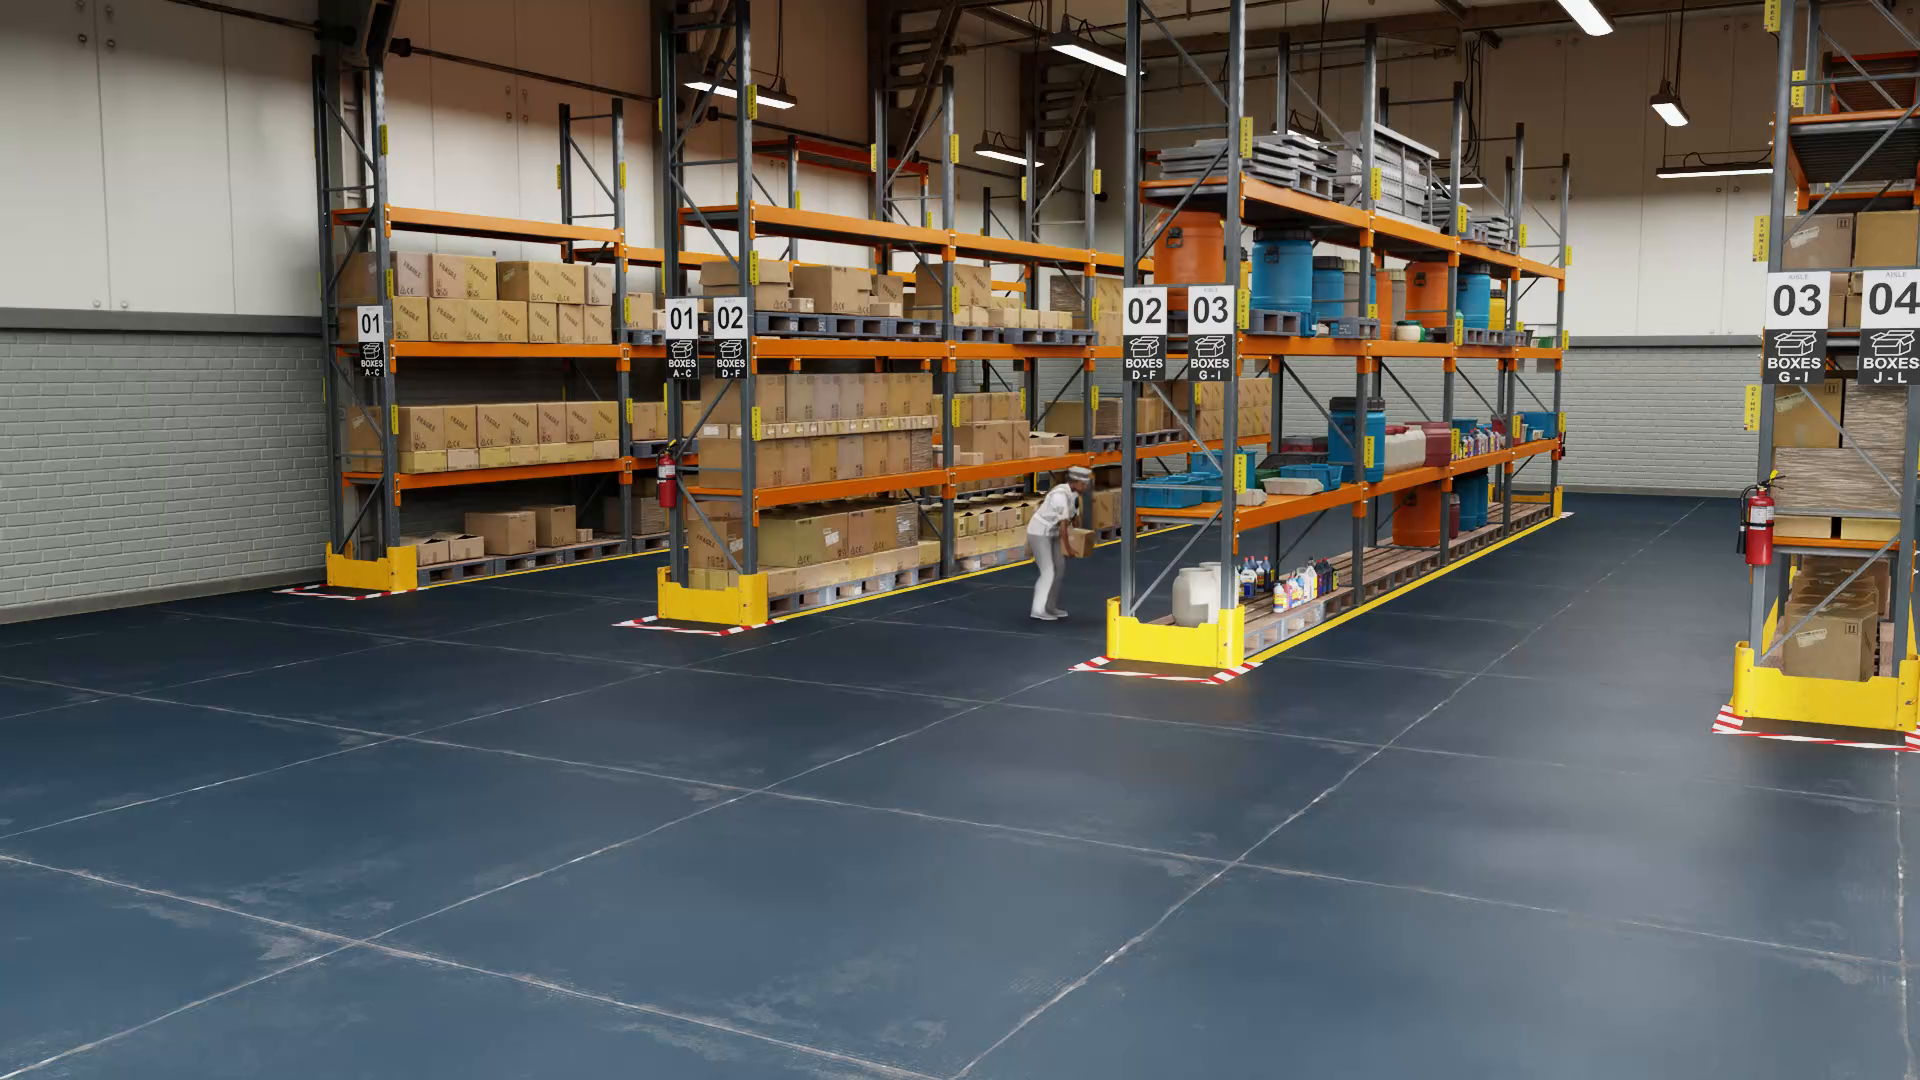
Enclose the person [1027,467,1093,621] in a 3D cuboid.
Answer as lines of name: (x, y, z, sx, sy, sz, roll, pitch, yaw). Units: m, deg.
person: (1.004, 0.031, 16.701, 0.668, 1.540, 0.414, 3, 7, 27)
